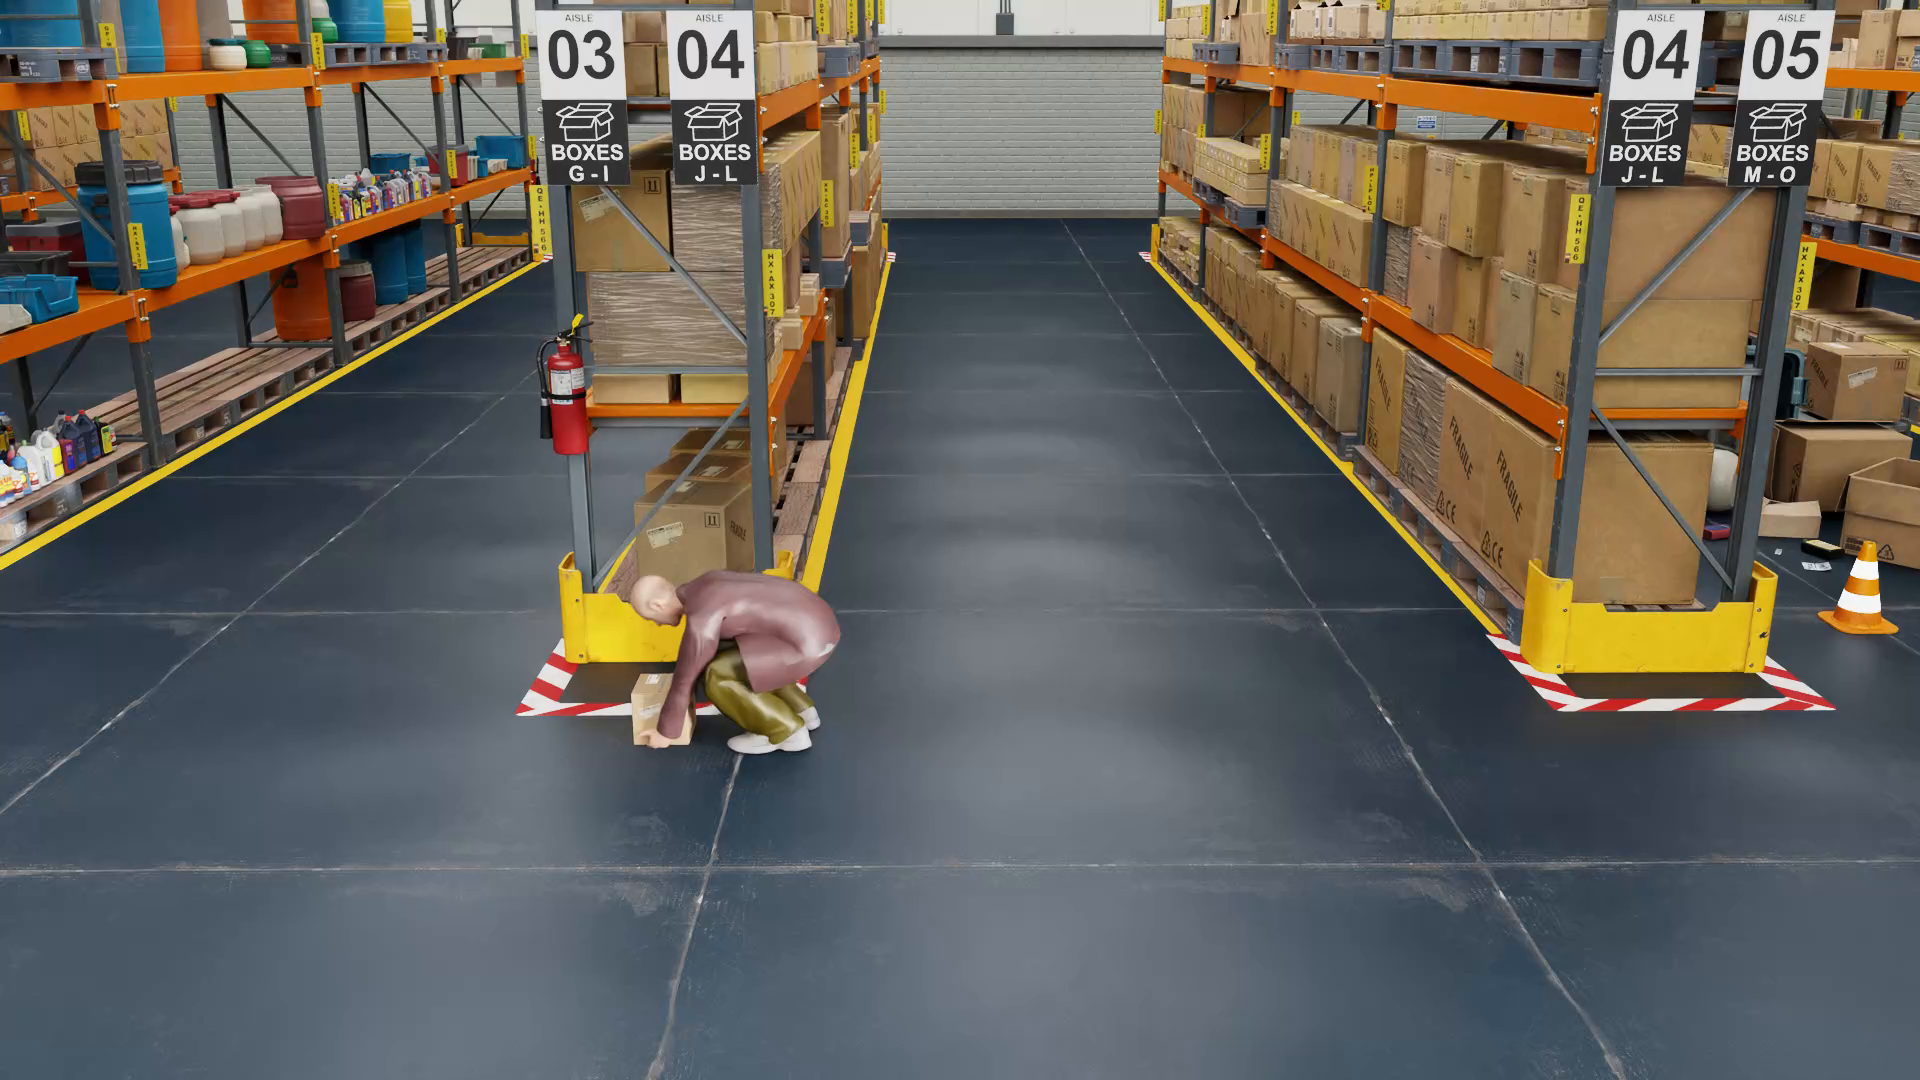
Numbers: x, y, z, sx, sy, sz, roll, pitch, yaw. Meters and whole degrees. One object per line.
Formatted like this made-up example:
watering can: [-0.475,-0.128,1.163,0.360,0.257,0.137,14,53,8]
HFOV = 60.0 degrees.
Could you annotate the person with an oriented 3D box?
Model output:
person: [-1.063,0.352,7.479,0.945,1.157,0.565,1,17,2]
